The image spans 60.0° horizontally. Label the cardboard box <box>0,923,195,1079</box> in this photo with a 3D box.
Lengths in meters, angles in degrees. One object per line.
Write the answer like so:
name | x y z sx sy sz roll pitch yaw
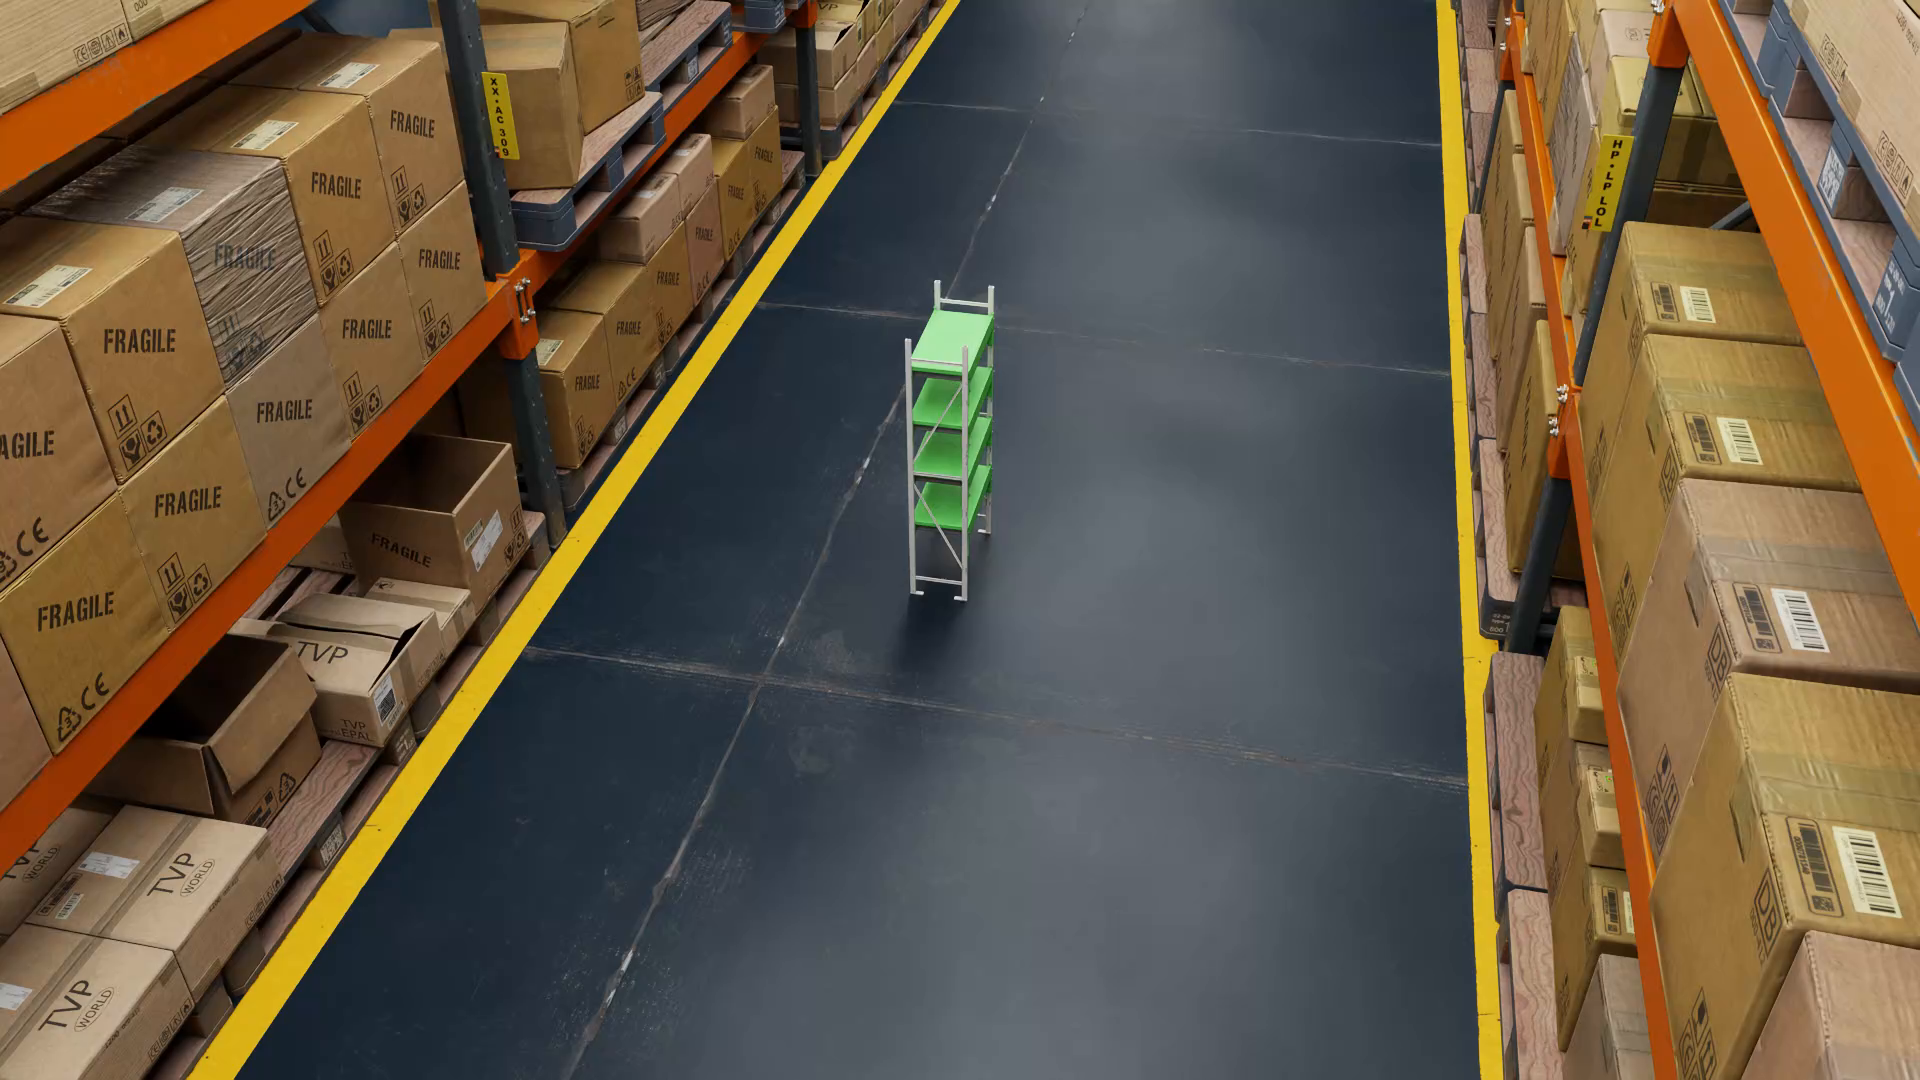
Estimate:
cardboard box | -2.573 1.399 4.732 0.500 0.250 0.500 7 37 10

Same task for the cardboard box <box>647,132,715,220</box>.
cardboard box | -1.558 -1.844 8.354 0.500 0.250 0.500 7 36 9

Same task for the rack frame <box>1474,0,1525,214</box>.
rack frame | 3.475 -2.941 8.752 1.000 3.000 0.127 7 37 10

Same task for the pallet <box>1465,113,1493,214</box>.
pallet | 3.644 -2.260 10.188 1.003 0.211 1.213 7 37 10

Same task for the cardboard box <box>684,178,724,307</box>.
cardboard box | -1.552 -1.562 8.604 0.500 0.500 0.500 6 36 8

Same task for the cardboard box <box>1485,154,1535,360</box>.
cardboard box | 2.997 -1.334 8.009 0.750 0.750 0.750 7 37 10

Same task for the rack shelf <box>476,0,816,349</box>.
rack shelf | -1.792 -2.122 8.235 1.077 0.370 4.000 7 37 10

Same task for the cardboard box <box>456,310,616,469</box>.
cardboard box | -1.878 -0.679 7.386 0.500 0.500 0.500 6 36 8

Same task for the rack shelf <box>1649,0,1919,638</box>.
rack shelf | 2.194 -0.424 3.336 1.077 0.370 4.000 7 37 10

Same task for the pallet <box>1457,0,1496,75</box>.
pallet | 4.165 -3.659 12.118 1.003 0.211 1.213 7 37 10

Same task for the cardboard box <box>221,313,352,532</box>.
cardboard box | -2.291 -0.398 5.158 0.500 0.500 0.500 8 37 11

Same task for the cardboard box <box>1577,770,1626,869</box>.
cardboard box | 1.998 0.820 4.782 0.380 0.149 0.250 6 36 9

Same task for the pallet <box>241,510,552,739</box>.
pallet | -2.367 0.256 6.717 1.003 0.211 1.213 7 37 10

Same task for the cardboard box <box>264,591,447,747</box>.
cardboard box | -2.224 0.436 6.008 0.500 0.311 0.500 7 37 10

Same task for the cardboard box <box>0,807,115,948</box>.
cardboard box | -2.966 1.078 5.174 0.500 0.250 0.500 7 37 10

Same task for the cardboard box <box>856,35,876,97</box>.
cardboard box | -0.859 -3.168 11.050 0.500 0.250 0.500 6 36 9

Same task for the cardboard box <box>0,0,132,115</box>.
cardboard box | -2.390 -1.249 3.989 0.500 0.250 0.500 7 37 10

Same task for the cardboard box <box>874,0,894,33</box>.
cardboard box | -0.751 -3.701 11.308 0.500 0.311 0.500 6 36 9

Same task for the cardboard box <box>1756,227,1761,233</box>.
cardboard box | 2.966 -1.049 5.785 0.500 0.500 0.500 6 36 8

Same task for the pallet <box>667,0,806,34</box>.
pallet | -1.441 -3.085 9.113 1.213 0.211 1.003 7 37 10

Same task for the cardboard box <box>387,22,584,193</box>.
cardboard box | -1.899 -1.721 6.625 0.700 0.500 0.500 -4 36 -6

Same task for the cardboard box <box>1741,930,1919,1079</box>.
cardboard box | 1.866 1.230 2.741 0.980 0.700 0.700 9 37 12

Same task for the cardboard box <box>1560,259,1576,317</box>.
cardboard box | 2.448 -0.931 6.176 0.380 0.149 0.250 8 37 11

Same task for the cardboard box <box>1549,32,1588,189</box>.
cardboard box | 2.688 -1.694 6.675 0.500 0.500 0.500 7 37 10

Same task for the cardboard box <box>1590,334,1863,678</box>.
cardboard box | 2.328 -0.042 4.497 0.980 0.700 0.700 6 36 9

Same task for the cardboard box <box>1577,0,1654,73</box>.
cardboard box | 2.698 -2.005 6.465 0.500 0.250 0.500 8 37 11

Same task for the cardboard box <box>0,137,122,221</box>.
cardboard box | -2.815 -0.886 4.980 0.500 0.500 0.500 6 36 9

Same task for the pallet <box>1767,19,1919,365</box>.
pallet | 2.173 -0.661 3.126 1.003 0.211 1.213 7 37 10

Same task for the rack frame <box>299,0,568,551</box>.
rack frame | -2.219 -1.267 6.441 1.000 3.000 0.127 7 37 10

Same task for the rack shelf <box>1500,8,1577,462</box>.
rack shelf | 3.048 -1.503 7.381 1.077 0.370 4.000 7 37 10

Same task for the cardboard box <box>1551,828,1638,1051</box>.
cardboard box | 2.139 1.192 4.822 0.700 0.500 0.500 8 37 11

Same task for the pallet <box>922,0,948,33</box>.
pallet | -0.630 -4.297 12.998 1.003 0.211 1.213 7 37 10

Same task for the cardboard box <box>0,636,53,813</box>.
cardboard box | -2.616 0.468 3.962 0.500 0.500 0.500 7 37 10

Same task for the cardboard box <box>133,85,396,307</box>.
cardboard box | -2.181 -1.095 5.268 0.500 0.500 0.500 7 36 9

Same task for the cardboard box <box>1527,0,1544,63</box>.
cardboard box | 3.001 -2.564 7.877 0.500 0.500 0.500 8 37 12

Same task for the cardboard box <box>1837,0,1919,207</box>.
cardboard box | 1.880 -0.770 2.884 0.500 0.250 0.500 6 36 9

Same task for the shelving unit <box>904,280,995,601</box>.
shelving unit | -0.035 -0.391 6.767 0.258 1.200 0.503 7 37 10

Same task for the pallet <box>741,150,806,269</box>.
pallet | -1.561 -2.007 9.840 1.003 0.211 1.213 7 37 10

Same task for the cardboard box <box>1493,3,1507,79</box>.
cardboard box | 3.979 -3.386 11.121 0.700 0.500 0.500 8 37 10

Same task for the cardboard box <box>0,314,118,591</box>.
cardboard box | -2.505 -0.227 4.070 0.500 0.500 0.500 8 37 11

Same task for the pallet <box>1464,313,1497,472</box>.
pallet | 2.971 -0.672 7.997 1.003 0.211 1.213 7 37 10

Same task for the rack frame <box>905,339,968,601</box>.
rack frame | -0.087 -0.251 6.574 0.240 1.200 0.015 7 37 10

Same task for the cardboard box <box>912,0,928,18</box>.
cardboard box | -0.534 -4.052 12.270 0.500 0.250 0.500 8 37 11

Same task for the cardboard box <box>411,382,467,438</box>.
cardboard box | -2.394 -0.751 7.486 0.500 0.500 0.500 7 37 10

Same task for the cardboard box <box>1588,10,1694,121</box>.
cardboard box | 2.590 -1.712 6.062 0.500 0.250 0.500 8 37 11

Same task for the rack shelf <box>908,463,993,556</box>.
rack shelf | -0.035 -0.145 6.945 0.258 0.148 0.480 7 37 10
